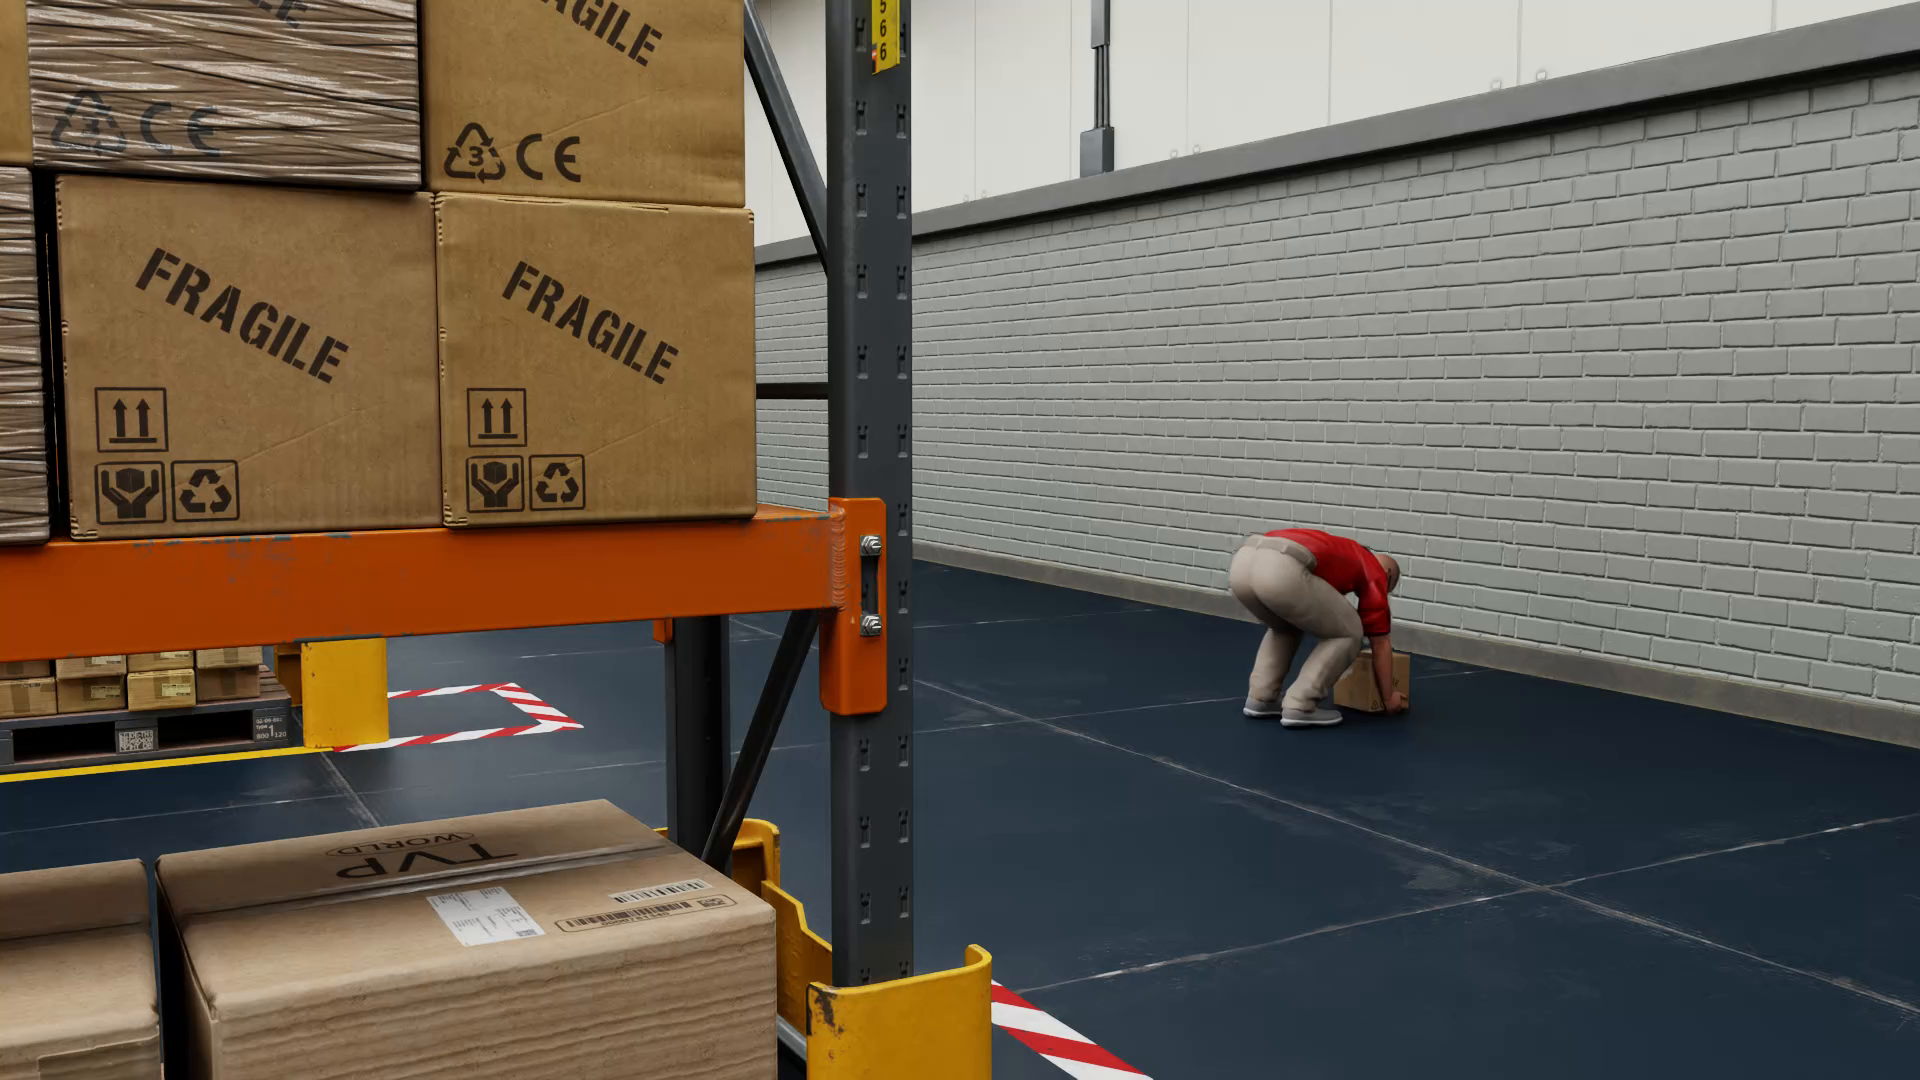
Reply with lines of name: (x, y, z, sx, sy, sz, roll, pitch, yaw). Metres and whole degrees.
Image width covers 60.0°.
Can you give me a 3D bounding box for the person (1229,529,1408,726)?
person: (1.683, 0.384, 7.752, 0.956, 0.894, 0.537, -3, 6, -31)
